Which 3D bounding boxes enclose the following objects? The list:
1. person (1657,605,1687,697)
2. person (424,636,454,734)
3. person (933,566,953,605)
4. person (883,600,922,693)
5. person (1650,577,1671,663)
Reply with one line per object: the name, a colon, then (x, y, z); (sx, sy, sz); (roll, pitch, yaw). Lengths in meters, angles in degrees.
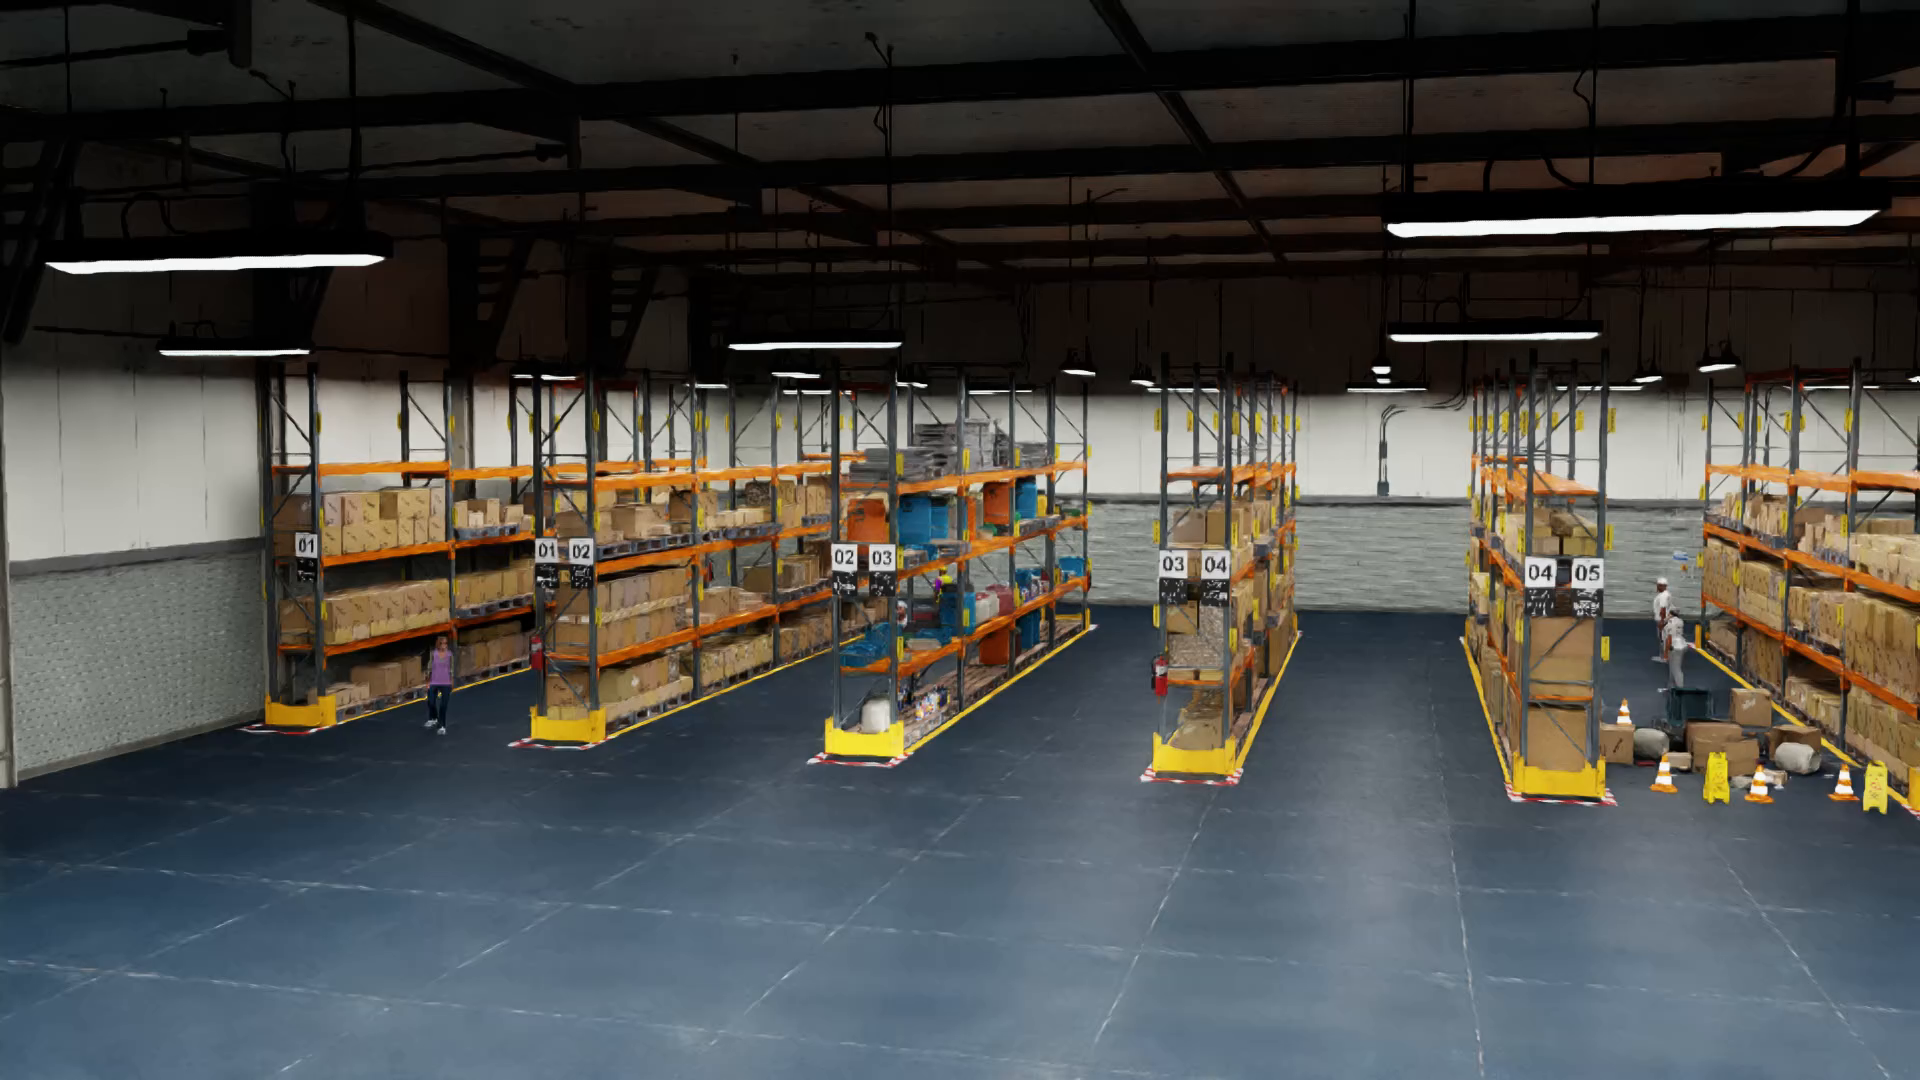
person: (13.050, 2.020, 30.469); (0.554, 1.656, 0.605); (3, 5, 41)
person: (-8.421, 2.323, 26.879); (0.476, 1.588, 0.498); (-2, 4, -23)
person: (-0.405, 1.418, 38.237); (0.597, 1.763, 0.690); (3, 5, 33)
person: (-1.019, 1.972, 30.730); (0.577, 1.751, 0.955); (2, 5, 30)
person: (14.660, 1.663, 34.755); (0.389, 1.767, 0.657); (2, 4, 25)
